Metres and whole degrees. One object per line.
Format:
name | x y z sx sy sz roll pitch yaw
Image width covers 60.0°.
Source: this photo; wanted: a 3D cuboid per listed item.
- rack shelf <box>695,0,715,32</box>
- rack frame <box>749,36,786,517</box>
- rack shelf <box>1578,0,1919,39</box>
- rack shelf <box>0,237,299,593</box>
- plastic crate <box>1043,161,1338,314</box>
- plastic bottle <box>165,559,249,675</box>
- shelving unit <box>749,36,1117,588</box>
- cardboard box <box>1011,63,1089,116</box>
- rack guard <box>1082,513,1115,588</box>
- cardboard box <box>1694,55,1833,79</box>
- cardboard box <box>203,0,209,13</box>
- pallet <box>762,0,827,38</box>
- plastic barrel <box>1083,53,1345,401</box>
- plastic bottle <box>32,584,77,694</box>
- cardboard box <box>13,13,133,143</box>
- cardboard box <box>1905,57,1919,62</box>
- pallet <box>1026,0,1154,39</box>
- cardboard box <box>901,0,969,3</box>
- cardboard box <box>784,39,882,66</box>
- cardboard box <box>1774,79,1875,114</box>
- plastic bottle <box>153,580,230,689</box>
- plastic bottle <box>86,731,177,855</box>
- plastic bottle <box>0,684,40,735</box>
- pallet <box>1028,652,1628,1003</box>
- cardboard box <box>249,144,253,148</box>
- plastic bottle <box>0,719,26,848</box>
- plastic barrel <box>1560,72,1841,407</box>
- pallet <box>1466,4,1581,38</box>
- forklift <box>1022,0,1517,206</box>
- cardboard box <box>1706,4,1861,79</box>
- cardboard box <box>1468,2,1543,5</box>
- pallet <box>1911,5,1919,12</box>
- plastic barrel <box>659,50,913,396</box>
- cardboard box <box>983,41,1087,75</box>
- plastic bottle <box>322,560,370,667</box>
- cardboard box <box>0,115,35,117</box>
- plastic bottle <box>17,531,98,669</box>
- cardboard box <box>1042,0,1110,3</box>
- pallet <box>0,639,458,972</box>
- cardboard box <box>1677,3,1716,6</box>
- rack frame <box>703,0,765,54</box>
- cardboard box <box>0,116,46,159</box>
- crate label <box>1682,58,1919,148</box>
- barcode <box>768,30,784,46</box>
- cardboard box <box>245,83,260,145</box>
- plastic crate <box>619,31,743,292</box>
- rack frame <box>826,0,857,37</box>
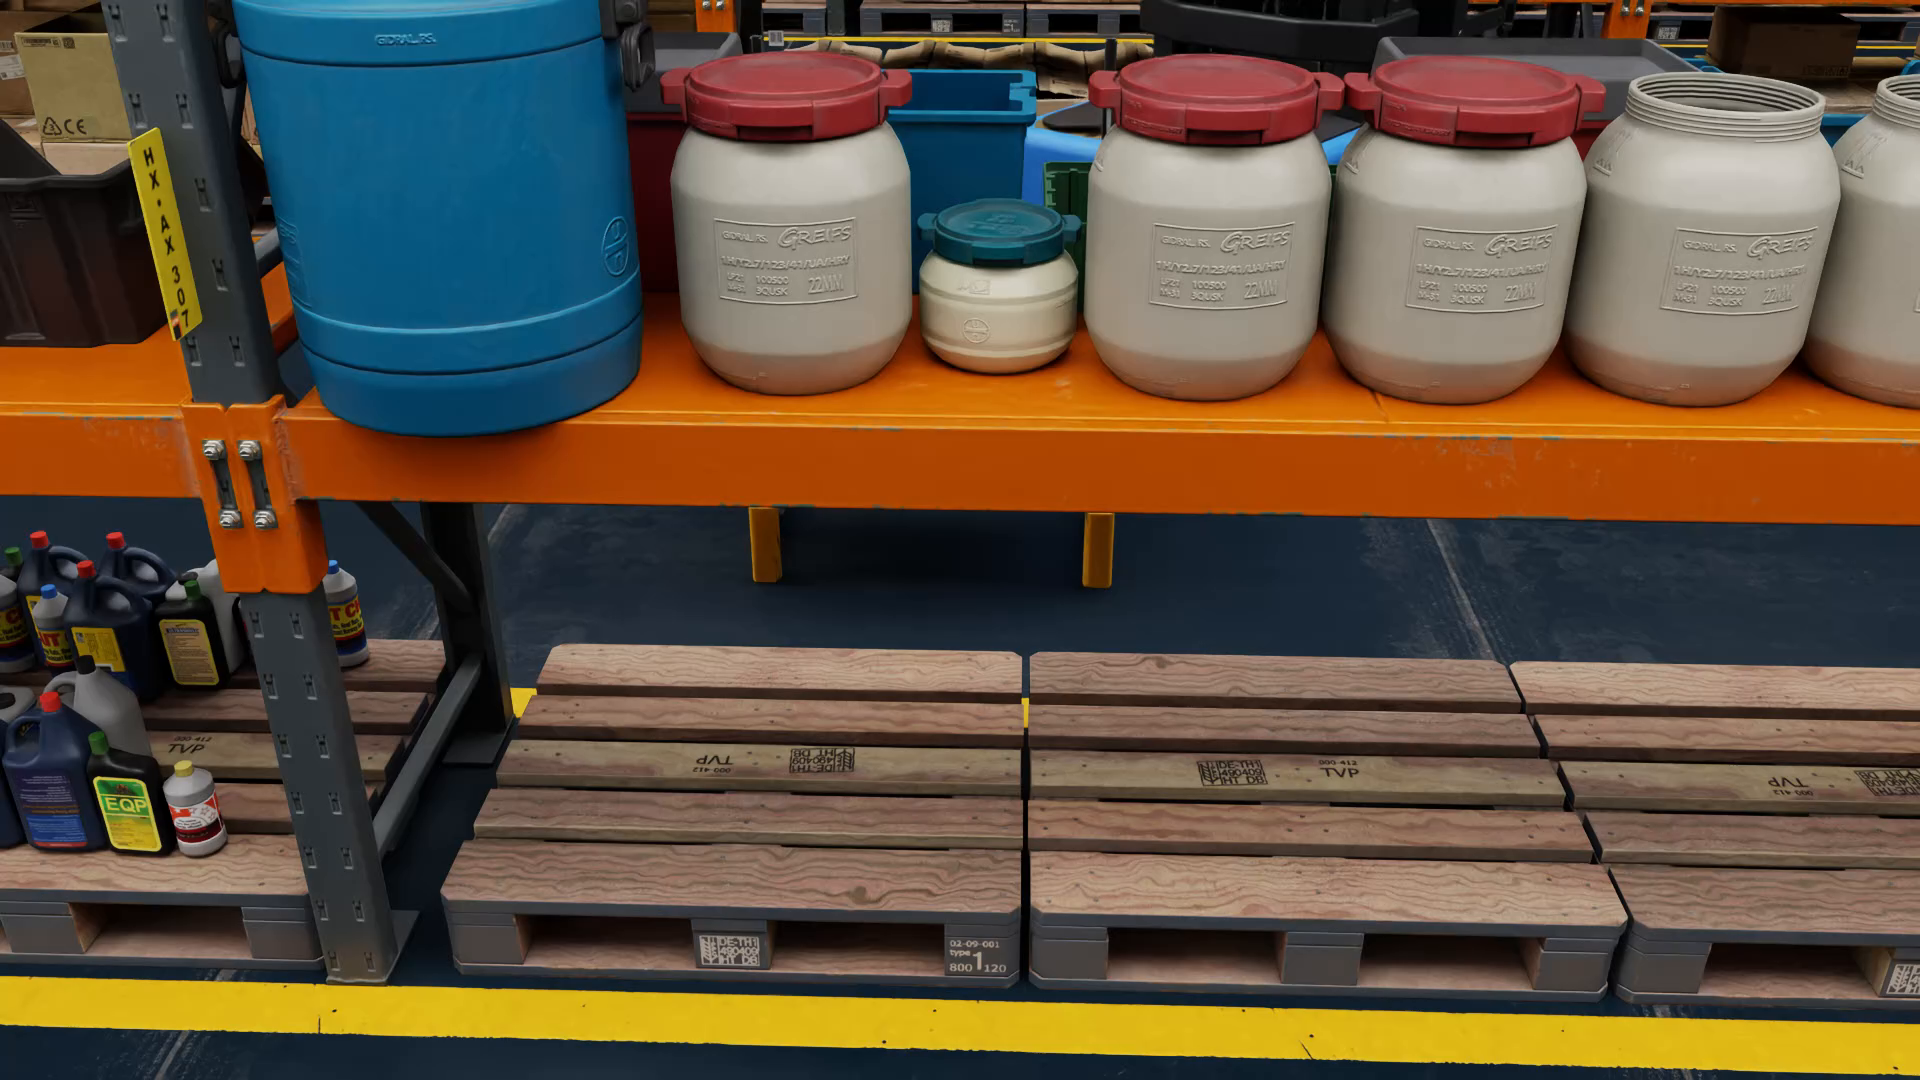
rack shelf | -3.066 -2.658 7.829 4.000 0.370 1.077 1 28 2
rack frame | -0.593 -0.672 4.917 0.032 1.500 0.500 1 28 2
rack shelf | 4.929 -2.526 7.580 4.000 0.370 1.077 1 28 2
rack shelf | -3.245 -0.339 3.455 4.000 0.370 1.077 1 28 2
plastic crate | 0.504 -0.634 3.469 0.662 0.188 0.450 1 28 2
plastic bottle | -1.873 0.182 4.142 0.135 0.276 0.152 2 28 4
shelving unit | -0.076 -0.664 4.901 1.083 1.500 0.587 1 28 2
cardboard box | 0.354 -2.019 7.744 0.500 0.311 0.500 0 28 0
rack guard | 0.422 -0.103 5.178 0.087 0.250 0.587 1 28 2
cardboard box | 3.873 -2.061 8.134 0.500 0.500 0.500 2 28 4
cardboard box | -3.519 -2.431 8.321 0.500 0.500 0.500 1 28 2
pallet | -1.569 -4.024 12.615 1.213 0.211 1.003 1 28 2
plastic barrel | 0.436 -0.554 2.946 0.433 0.535 0.433 0 28 0
plastic bottle | -2.187 0.234 4.050 0.097 0.271 0.097 0 28 0
cardboard box | -4.037 -2.190 7.866 0.500 0.500 0.500 1 28 2
cardboard box | 4.915 -2.046 8.107 0.500 0.500 0.500 0 28 0
pallet | 1.104 -3.998 12.567 1.213 0.211 1.003 1 28 2
cardboard box | -0.160 -4.347 12.447 0.500 0.500 0.700 2 28 4
cardboard box | -0.653 -2.288 8.253 0.500 0.311 0.500 1 28 2
cardboard box | 3.898 -1.819 7.678 0.500 0.500 0.500 0 28 0
plastic bottle | -1.876 0.229 4.047 0.133 0.283 0.061 1 28 2
plastic bottle | -1.738 0.528 3.482 0.133 0.283 0.061 2 28 4
plastic bottle | -2.111 0.436 3.663 0.135 0.276 0.152 1 28 2
pallet | 0.763 0.622 3.852 1.213 0.211 1.003 1 28 2
cardboard box | -3.537 -1.851 8.027 0.500 0.250 0.500 1 28 2
plastic bottle | -2.092 0.473 3.514 0.185 0.351 0.144 0 28 -1
plastic barrel | 1.295 -0.531 2.930 0.421 0.512 0.421 0 28 0
pallet | 3.886 -3.915 12.410 1.213 0.211 1.003 1 28 2
forklift | 1.463 -2.137 6.151 1.130 2.935 3.031 21 34 34
cardboard box | 3.929 -2.393 7.960 0.500 0.250 0.500 2 28 4
cardboard box | 3.831 -4.357 12.114 0.750 0.750 0.750 1 28 1
pallet | 7.856 -3.848 12.283 1.213 0.211 1.003 1 28 2
plastic barrel | -0.298 -0.566 2.969 0.433 0.535 0.433 0 28 0
cardboard box | 0.366 -2.273 8.225 0.500 0.311 0.500 1 28 2
plastic bottle | -1.549 0.177 4.158 0.097 0.271 0.097 0 28 0
cardboard box | -4.519 -2.109 8.513 0.500 0.250 0.500 1 28 2
plastic bottle | -2.227 0.141 4.139 0.185 0.351 0.144 0 28 0
cardboard box | 0.866 -4.334 12.423 0.500 0.500 0.700 1 28 2
pallet | -1.916 0.577 3.935 1.213 0.211 1.003 1 28 2
cardboard box | 5.556 -4.328 12.059 0.750 0.750 0.750 2 28 3
rack frame | -1.067 -2.943 7.598 0.127 3.000 1.000 1 28 2
cardboard box | -4.537 -1.866 8.055 0.500 0.250 0.500 1 28 2
crate label | 1.768 -0.717 3.361 0.616 0.435 0.502 1 28 2
barcode | -0.827 -2.258 7.480 0.075 0.075 0.001 1 28 2
cardboard box | -3.038 -2.172 7.831 0.500 0.500 0.500 1 28 2
plastic crate | -0.751 -0.788 3.465 0.583 0.464 0.402 1 28 2
rack frame | -0.896 -5.261 11.972 0.127 3.000 1.000 1 28 2
